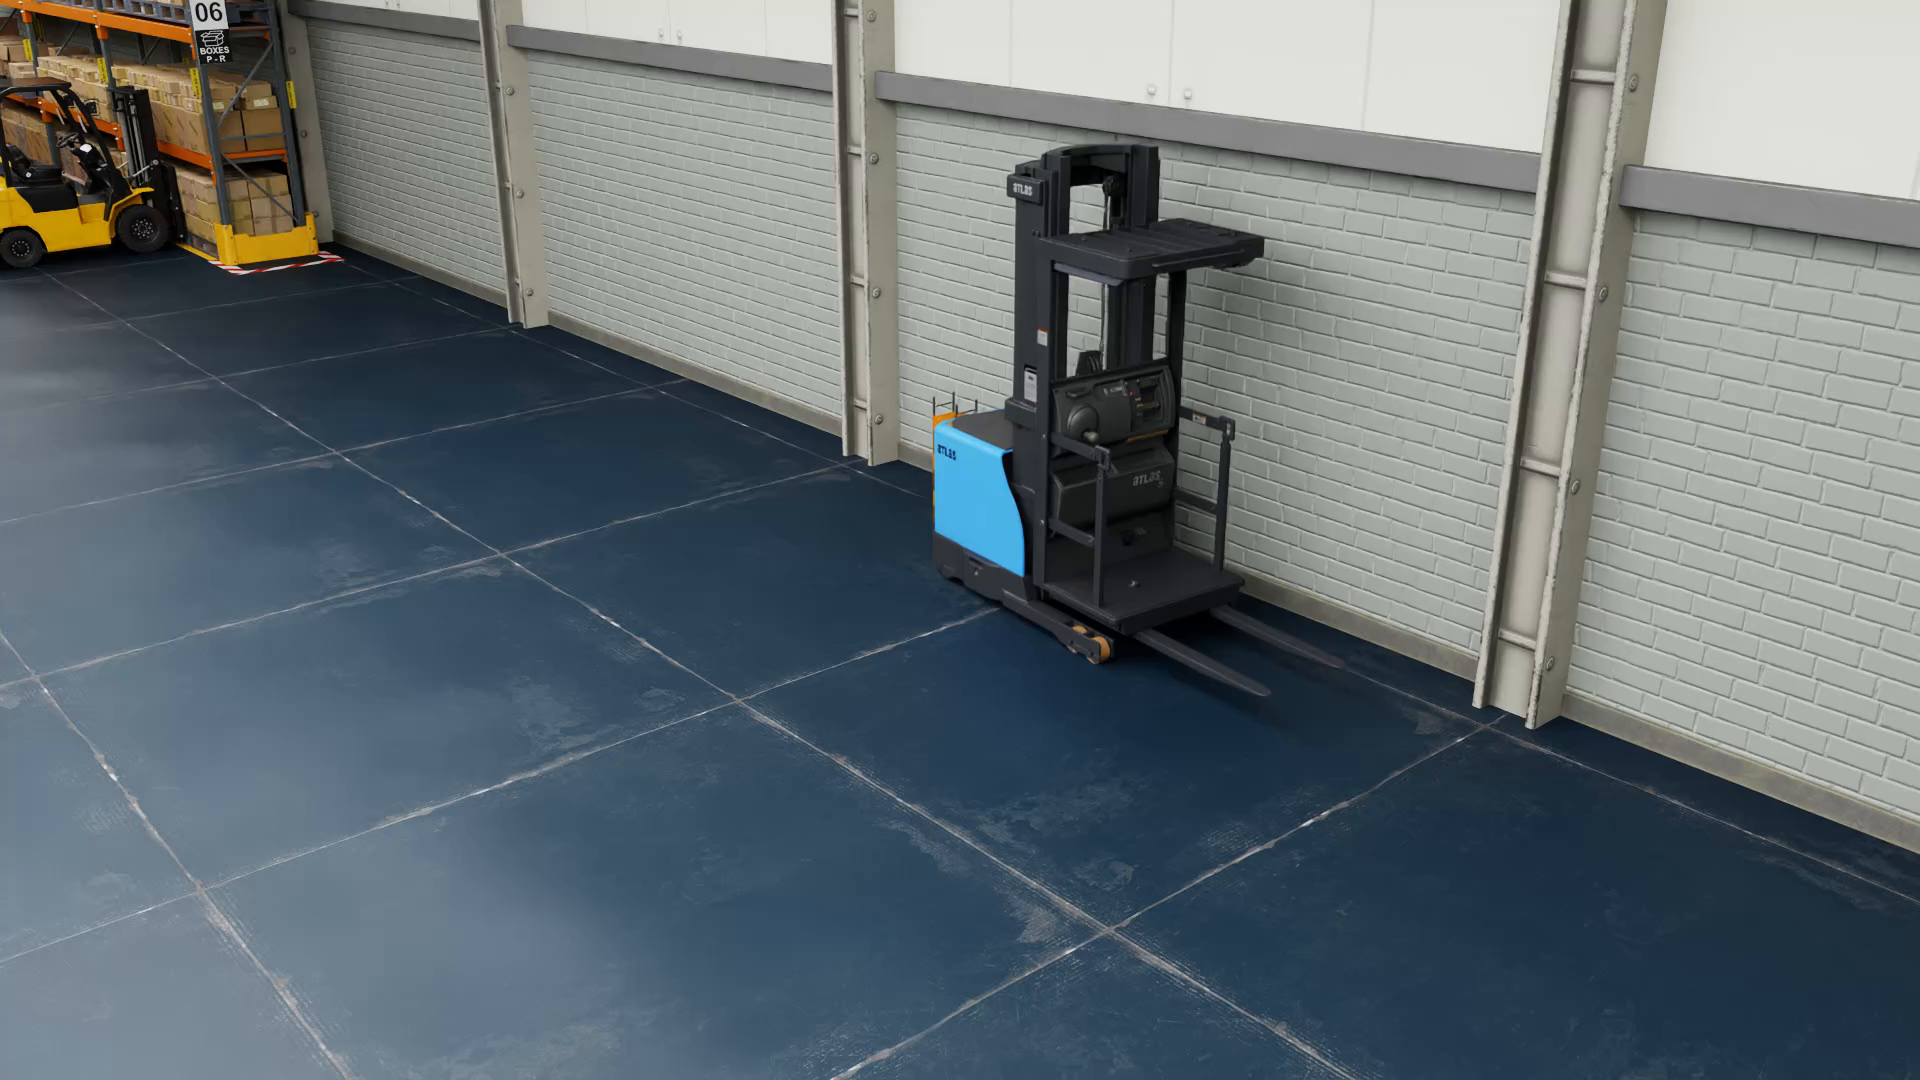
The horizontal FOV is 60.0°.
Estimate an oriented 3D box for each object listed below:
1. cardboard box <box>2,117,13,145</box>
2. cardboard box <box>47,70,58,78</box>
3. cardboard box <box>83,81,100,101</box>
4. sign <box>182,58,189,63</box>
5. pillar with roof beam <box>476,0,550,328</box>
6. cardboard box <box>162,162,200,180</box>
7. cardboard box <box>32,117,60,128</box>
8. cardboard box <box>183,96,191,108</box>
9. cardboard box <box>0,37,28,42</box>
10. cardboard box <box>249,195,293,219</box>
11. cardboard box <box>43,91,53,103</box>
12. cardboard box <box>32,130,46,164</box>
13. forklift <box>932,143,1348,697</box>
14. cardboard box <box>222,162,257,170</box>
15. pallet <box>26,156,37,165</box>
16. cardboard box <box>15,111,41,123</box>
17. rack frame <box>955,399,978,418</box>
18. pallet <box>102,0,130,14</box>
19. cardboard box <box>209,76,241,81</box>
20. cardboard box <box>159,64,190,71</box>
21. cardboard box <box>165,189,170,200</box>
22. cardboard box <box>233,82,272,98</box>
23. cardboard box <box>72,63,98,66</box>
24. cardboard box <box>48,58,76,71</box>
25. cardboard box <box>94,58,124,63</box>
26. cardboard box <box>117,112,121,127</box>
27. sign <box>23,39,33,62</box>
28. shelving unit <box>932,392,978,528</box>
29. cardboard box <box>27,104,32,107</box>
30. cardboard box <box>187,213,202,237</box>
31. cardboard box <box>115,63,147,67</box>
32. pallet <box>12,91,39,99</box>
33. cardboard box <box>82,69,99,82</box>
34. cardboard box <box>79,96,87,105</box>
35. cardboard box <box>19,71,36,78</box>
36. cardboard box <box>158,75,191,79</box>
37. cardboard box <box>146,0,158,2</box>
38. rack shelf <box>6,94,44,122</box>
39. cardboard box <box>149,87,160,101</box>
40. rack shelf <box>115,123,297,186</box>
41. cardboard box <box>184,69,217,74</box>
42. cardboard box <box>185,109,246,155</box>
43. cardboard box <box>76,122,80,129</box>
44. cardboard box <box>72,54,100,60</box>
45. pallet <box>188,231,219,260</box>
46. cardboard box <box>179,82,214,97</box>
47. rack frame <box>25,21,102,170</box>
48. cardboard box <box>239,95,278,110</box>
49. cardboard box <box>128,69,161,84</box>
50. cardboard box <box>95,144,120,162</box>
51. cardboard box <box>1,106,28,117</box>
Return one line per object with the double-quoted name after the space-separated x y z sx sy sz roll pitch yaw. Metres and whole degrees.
-16.124 -7.010 28.621 0.500 0.500 0.500 -18 28 -38 "cardboard box"
-13.582 -7.049 25.388 0.500 0.250 0.500 -16 27 -36 "cardboard box"
-12.257 -6.478 23.931 0.500 0.250 0.500 -18 28 -39 "cardboard box"
-10.983 -6.673 23.612 0.100 0.325 0.005 -17 27 -37 "sign"
-7.908 -5.513 13.720 9.100 9.000 0.400 -17 27 -37 "pillar with roof beam"
-10.328 -4.847 22.070 0.500 0.250 0.500 -18 28 -38 "cardboard box"
-15.005 -6.850 27.323 0.380 0.149 0.250 -16 27 -36 "cardboard box"
-9.542 -5.523 20.944 0.380 0.149 0.250 -17 27 -36 "cardboard box"
-16.140 -8.223 28.152 0.700 0.500 0.500 -17 27 -37 "cardboard box"
-8.941 -4.322 21.416 0.500 0.250 0.500 -17 27 -36 "cardboard box"
-13.908 -6.955 25.833 0.500 0.250 0.500 -17 27 -37 "cardboard box"
-14.771 -6.443 27.174 0.500 0.500 0.500 -18 28 -38 "cardboard box"
1.076 -0.814 10.044 1.130 2.935 3.031 -15 26 -33 "forklift"
-9.609 -4.832 22.030 0.500 0.250 0.500 -18 27 -38 "cardboard box"
-15.264 -6.459 28.186 1.003 0.211 1.213 -17 27 -37 "pallet"
-15.692 -7.136 28.052 0.380 0.149 0.250 -16 27 -36 "cardboard box"
0.045 -0.470 11.744 0.200 1.050 0.008 -17 27 -37 "rack frame"
-10.826 -7.226 22.329 1.003 0.211 1.213 -17 27 -37 "pallet"
-9.518 -5.914 21.537 0.380 0.149 0.250 -16 27 -36 "cardboard box"
-10.832 -6.492 23.011 0.380 0.149 0.250 -18 28 -39 "cardboard box"
-10.341 -4.621 22.178 0.500 0.250 0.500 -18 27 -38 "cardboard box"
-8.848 -5.626 20.800 0.380 0.149 0.250 -18 28 -38 "cardboard box"
-12.935 -6.993 24.698 0.380 0.149 0.250 -17 27 -37 "cardboard box"
-13.666 -7.257 25.374 0.380 0.149 0.250 -17 27 -36 "cardboard box"
-12.944 -7.239 25.326 0.380 0.149 0.250 -18 27 -38 "cardboard box"
-11.310 -5.962 22.956 0.500 0.500 0.500 -18 28 -39 "cardboard box"
-14.418 -7.576 25.734 0.100 0.325 0.005 -17 27 -37 "sign"
-0.035 -0.504 11.830 0.215 1.050 0.252 -17 27 -37 "shelving unit"
-16.165 -7.611 29.266 0.380 0.149 0.250 -19 28 -39 "cardboard box"
-9.654 -4.105 21.545 0.500 0.250 0.500 -17 27 -37 "cardboard box"
-12.261 -6.962 24.619 0.380 0.149 0.250 -18 27 -38 "cardboard box"
-14.509 -7.287 26.738 1.213 0.211 1.003 -17 27 -37 "pallet"
-12.367 -6.679 23.896 0.380 0.149 0.250 -19 28 -39 "cardboard box"
-12.562 -6.389 24.390 0.500 0.250 0.500 -17 27 -37 "cardboard box"
-14.732 -7.374 26.467 0.380 0.149 0.250 -17 27 -36 "cardboard box"
-10.190 -5.953 21.636 0.380 0.149 0.250 -17 27 -37 "cardboard box"
-9.857 -7.051 20.911 0.700 0.500 0.500 -17 27 -37 "cardboard box"
-15.318 -7.423 27.809 1.077 0.370 4.000 -17 27 -37 "rack shelf"
-10.399 -5.866 21.822 0.380 0.149 0.250 -18 28 -38 "cardboard box"
-10.096 -5.213 22.166 1.077 0.370 4.000 -17 27 -37 "rack shelf"
-10.153 -6.210 22.290 0.380 0.149 0.250 -18 28 -38 "cardboard box"
-9.311 -5.115 20.793 0.500 0.500 0.500 -18 28 -39 "cardboard box"
-14.270 -6.837 27.289 0.380 0.149 0.250 -16 27 -36 "cardboard box"
-13.647 -7.512 26.024 0.380 0.149 0.250 -16 27 -36 "cardboard box"
-9.322 -3.898 21.647 1.003 0.211 1.213 -17 27 -37 "pallet"
-9.560 -5.658 20.881 0.380 0.149 0.250 -17 27 -36 "cardboard box"
-14.013 -7.205 26.267 1.000 3.000 0.127 -17 27 -37 "rack frame"
-8.816 -5.499 20.885 0.380 0.149 0.250 -18 28 -39 "cardboard box"
-10.916 -6.214 22.302 0.380 0.149 0.250 -17 27 -36 "cardboard box"
-12.252 -5.548 24.716 0.875 0.625 0.625 -18 28 -38 "cardboard box"
-16.352 -7.424 28.787 0.380 0.149 0.250 -18 28 -39 "cardboard box"
